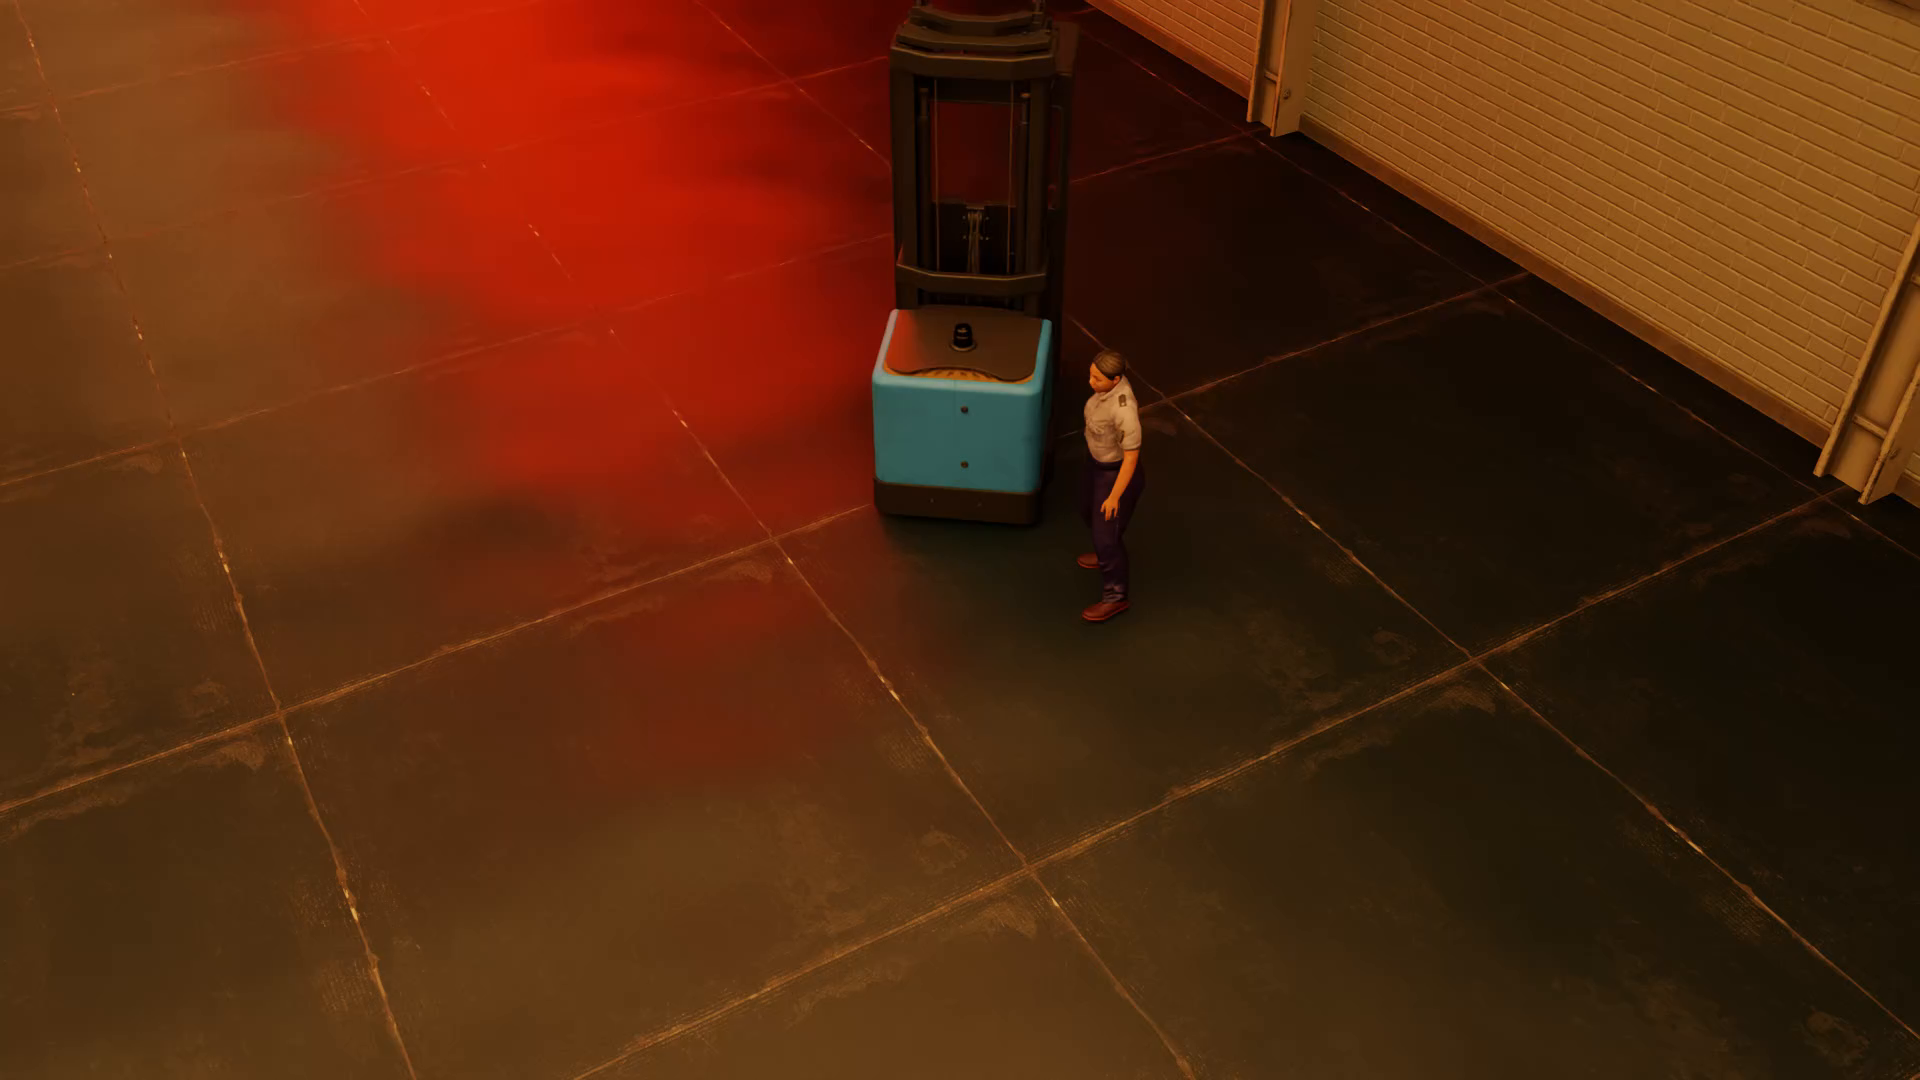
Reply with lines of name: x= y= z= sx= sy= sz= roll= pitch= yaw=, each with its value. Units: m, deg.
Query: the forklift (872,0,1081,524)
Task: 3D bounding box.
forklift: x=0.156 y=-2.161 z=10.642 sx=1.130 sy=2.935 sz=3.031 roll=5 pitch=40 yaw=5

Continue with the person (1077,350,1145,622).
person: x=0.854 y=-0.385 z=9.527 sx=0.391 sy=1.627 sz=0.737 roll=-7 pitch=40 yaw=-8
